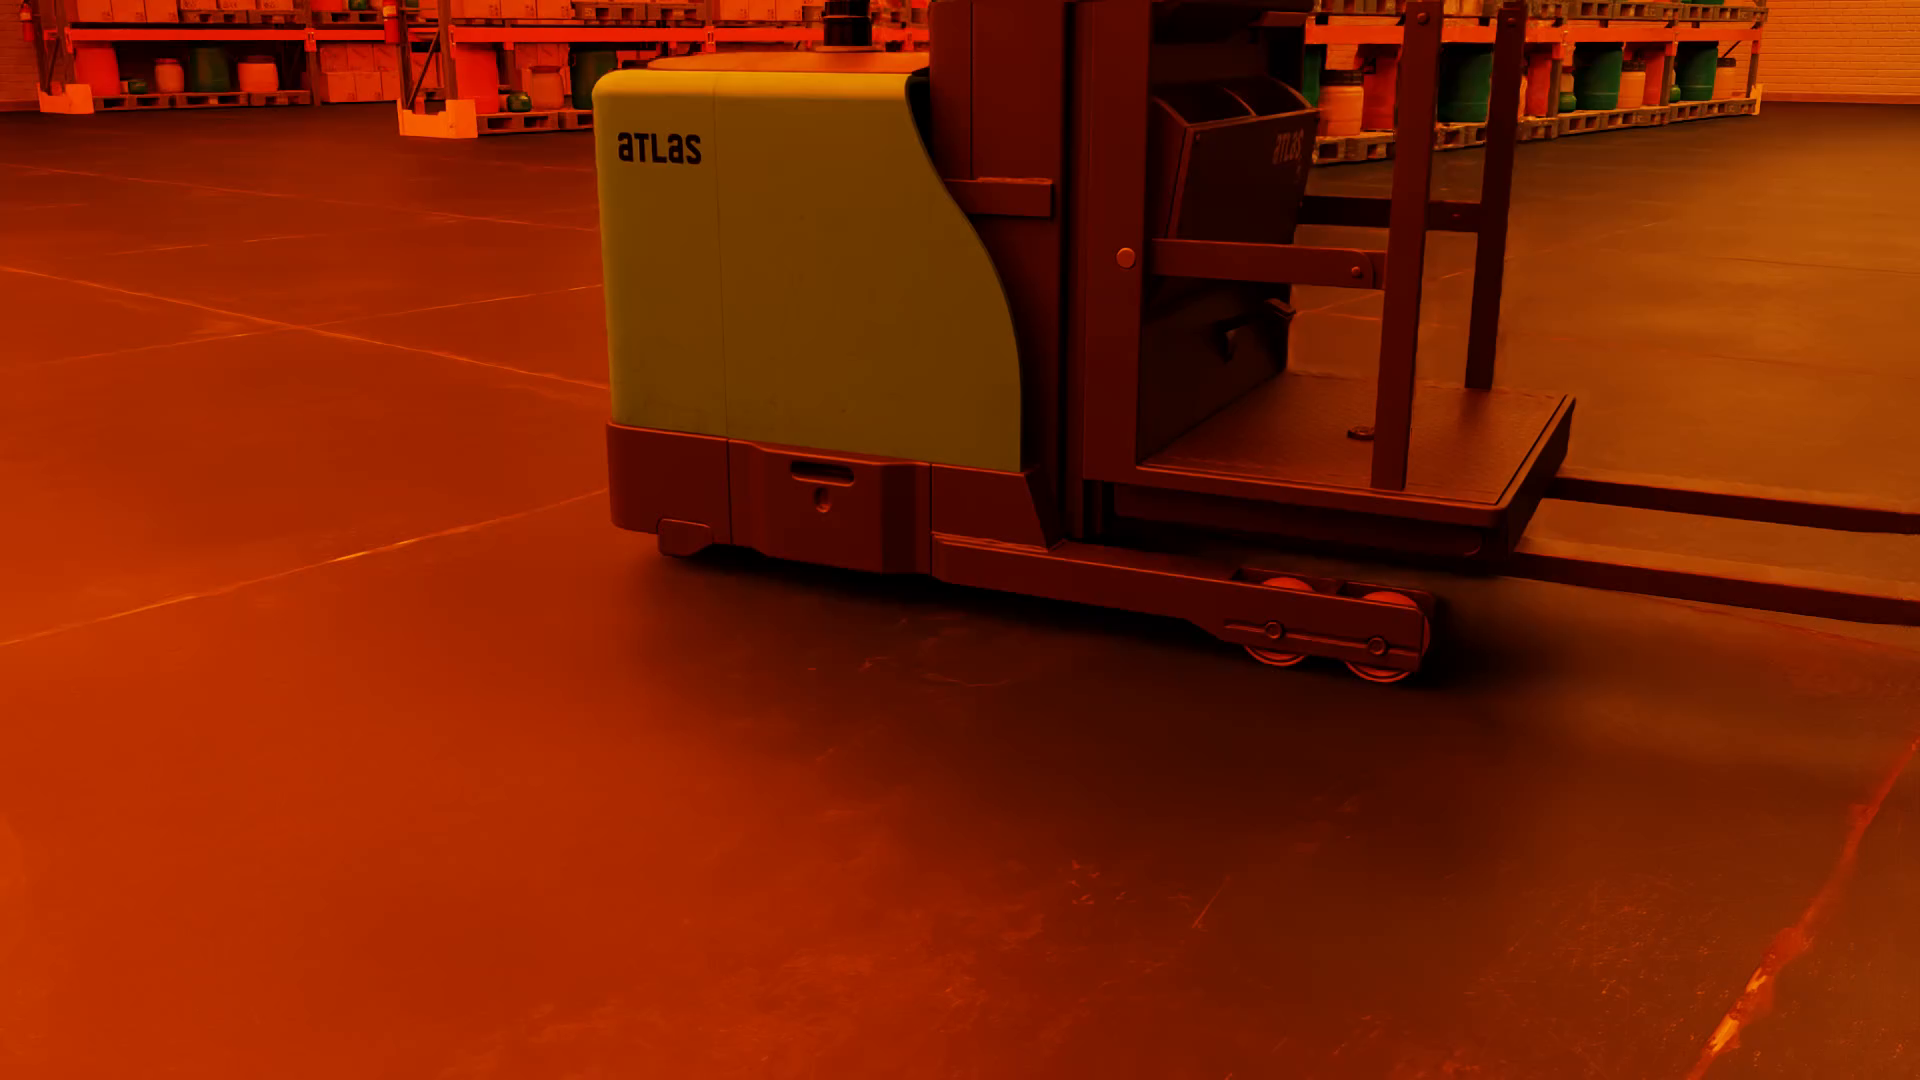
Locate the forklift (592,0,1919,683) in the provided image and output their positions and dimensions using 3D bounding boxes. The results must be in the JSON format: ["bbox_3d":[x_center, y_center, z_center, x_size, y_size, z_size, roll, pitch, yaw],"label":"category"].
[{"bbox_3d":[0.751,-1.314,3.226,3.031,2.935,1.130,8,19,25],"label":"forklift"}]
